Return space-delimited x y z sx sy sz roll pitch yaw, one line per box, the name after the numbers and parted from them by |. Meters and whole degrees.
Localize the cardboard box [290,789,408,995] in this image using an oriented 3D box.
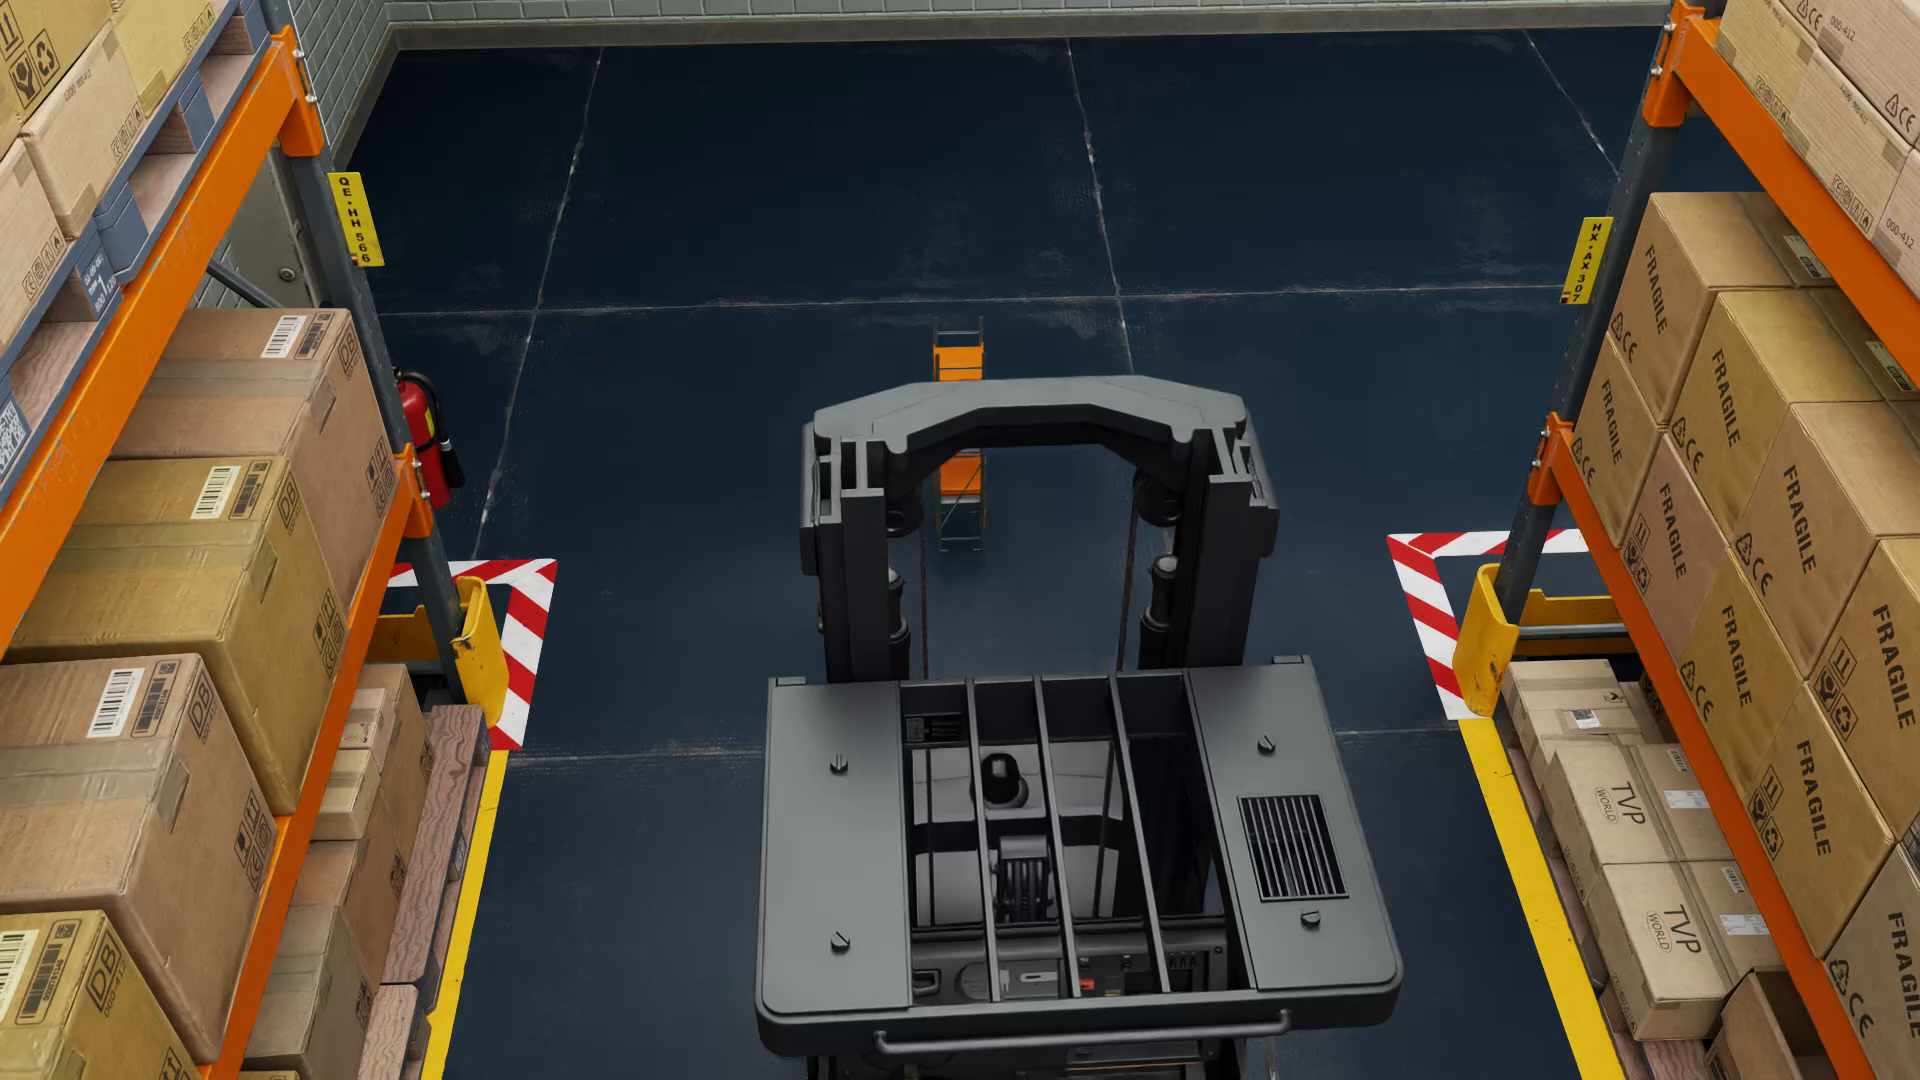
-2.230 1.123 5.345 0.700 0.500 0.500 -2 43 -2 | cardboard box

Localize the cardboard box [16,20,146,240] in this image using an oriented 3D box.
-2.062 -0.856 3.470 0.500 0.250 0.500 -3 43 -3 | cardboard box

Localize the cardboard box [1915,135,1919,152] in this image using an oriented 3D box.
2.371 -0.802 3.426 0.500 0.250 0.500 -2 43 -2 | cardboard box

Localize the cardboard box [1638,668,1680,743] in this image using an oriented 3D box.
2.837 0.523 5.984 0.500 0.500 0.500 -2 43 -2 | cardboard box

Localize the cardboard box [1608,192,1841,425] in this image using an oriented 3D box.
2.323 -0.695 4.974 0.500 0.500 0.500 0 43 0 | cardboard box

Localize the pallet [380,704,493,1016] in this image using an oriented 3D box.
-2.269 1.114 5.879 1.003 0.211 1.213 -2 43 -2 | pallet

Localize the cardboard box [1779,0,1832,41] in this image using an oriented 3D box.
2.329 -1.477 4.162 0.500 0.250 0.500 -2 43 -2 | cardboard box

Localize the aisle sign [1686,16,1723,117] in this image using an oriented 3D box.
2.271 -1.592 4.843 0.394 0.787 0.004 -2 43 -2 | aisle sign

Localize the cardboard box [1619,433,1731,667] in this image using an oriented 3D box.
2.350 0.022 4.932 0.500 0.500 0.500 -2 43 -2 | cardboard box

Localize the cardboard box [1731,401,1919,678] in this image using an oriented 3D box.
2.369 -0.004 4.220 0.500 0.500 0.500 -1 43 -1 | cardboard box

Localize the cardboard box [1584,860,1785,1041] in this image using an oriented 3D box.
2.350 1.305 5.315 0.500 0.250 0.500 -2 43 -2 | cardboard box

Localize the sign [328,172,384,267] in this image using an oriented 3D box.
-1.839 -0.972 5.058 0.100 0.325 0.005 -2 43 -2 | sign

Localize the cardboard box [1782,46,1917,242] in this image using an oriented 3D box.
2.344 -0.955 3.963 0.500 0.250 0.500 -2 43 -2 | cardboard box

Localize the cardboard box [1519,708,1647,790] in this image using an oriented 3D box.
2.253 0.747 5.986 0.380 0.166 0.250 -2 43 -2 | cardboard box

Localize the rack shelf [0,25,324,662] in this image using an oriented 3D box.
-2.296 0.058 3.279 1.077 0.370 4.000 -2 43 -2 | rack shelf

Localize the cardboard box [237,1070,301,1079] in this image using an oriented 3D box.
-2.178 1.822 4.582 0.700 0.500 0.500 -1 43 -1 | cardboard box

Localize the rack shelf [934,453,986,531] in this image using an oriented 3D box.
-0.002 -0.210 7.130 0.215 0.259 0.240 -2 43 -2 | rack shelf

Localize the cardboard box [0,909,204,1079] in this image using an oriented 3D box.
-2.244 1.279 3.413 0.980 0.700 0.700 -3 43 -3 | cardboard box

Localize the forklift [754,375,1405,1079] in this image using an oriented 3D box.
0.179 1.212 3.759 1.130 2.935 3.031 -2 43 -3 | forklift

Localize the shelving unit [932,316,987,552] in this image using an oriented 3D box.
-0.002 -0.423 6.935 0.215 1.050 0.252 -2 43 -2 | shelving unit

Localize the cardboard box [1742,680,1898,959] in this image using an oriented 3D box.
2.388 0.699 4.194 0.500 0.500 0.500 -1 43 -1 | cardboard box

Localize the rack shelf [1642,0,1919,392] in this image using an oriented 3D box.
2.653 -0.087 3.437 1.077 0.370 4.000 -2 43 -2 | rack shelf

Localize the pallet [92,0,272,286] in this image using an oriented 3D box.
-2.339 -1.024 3.993 1.003 0.211 1.213 -2 43 -2 | pallet

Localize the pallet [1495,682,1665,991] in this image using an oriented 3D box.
2.606 1.021 5.980 1.003 0.211 1.213 -2 43 -2 | pallet

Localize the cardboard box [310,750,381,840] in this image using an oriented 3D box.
-2.053 0.800 5.217 0.380 0.149 0.250 -1 43 -1 | cardboard box

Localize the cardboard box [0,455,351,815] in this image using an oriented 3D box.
-2.308 0.273 4.511 0.980 0.700 0.700 -2 43 -2 | cardboard box

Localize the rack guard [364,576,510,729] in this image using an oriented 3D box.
-2.382 0.454 6.385 1.175 0.500 0.348 -2 43 -2 | rack guard

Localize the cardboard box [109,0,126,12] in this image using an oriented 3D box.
-2.078 -1.484 3.600 0.500 0.500 0.500 -2 43 -2 | cardboard box

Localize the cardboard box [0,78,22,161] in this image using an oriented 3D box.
-2.037 -0.794 2.847 0.500 0.500 0.500 -3 43 -4 | cardboard box

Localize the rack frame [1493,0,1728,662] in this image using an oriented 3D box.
2.568 -0.596 5.681 1.000 3.000 0.127 -2 43 -2 | rack frame

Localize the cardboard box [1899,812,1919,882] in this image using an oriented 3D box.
2.412 0.679 3.476 0.500 0.500 0.500 -1 43 -1 | cardboard box

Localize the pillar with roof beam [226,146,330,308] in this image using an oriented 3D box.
0.941 -4.585 5.592 9.100 9.000 0.400 -2 43 -2 | pillar with roof beam

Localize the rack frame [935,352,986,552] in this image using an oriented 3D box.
0.003 -0.341 6.845 0.200 1.050 0.008 -2 43 -2 | rack frame
